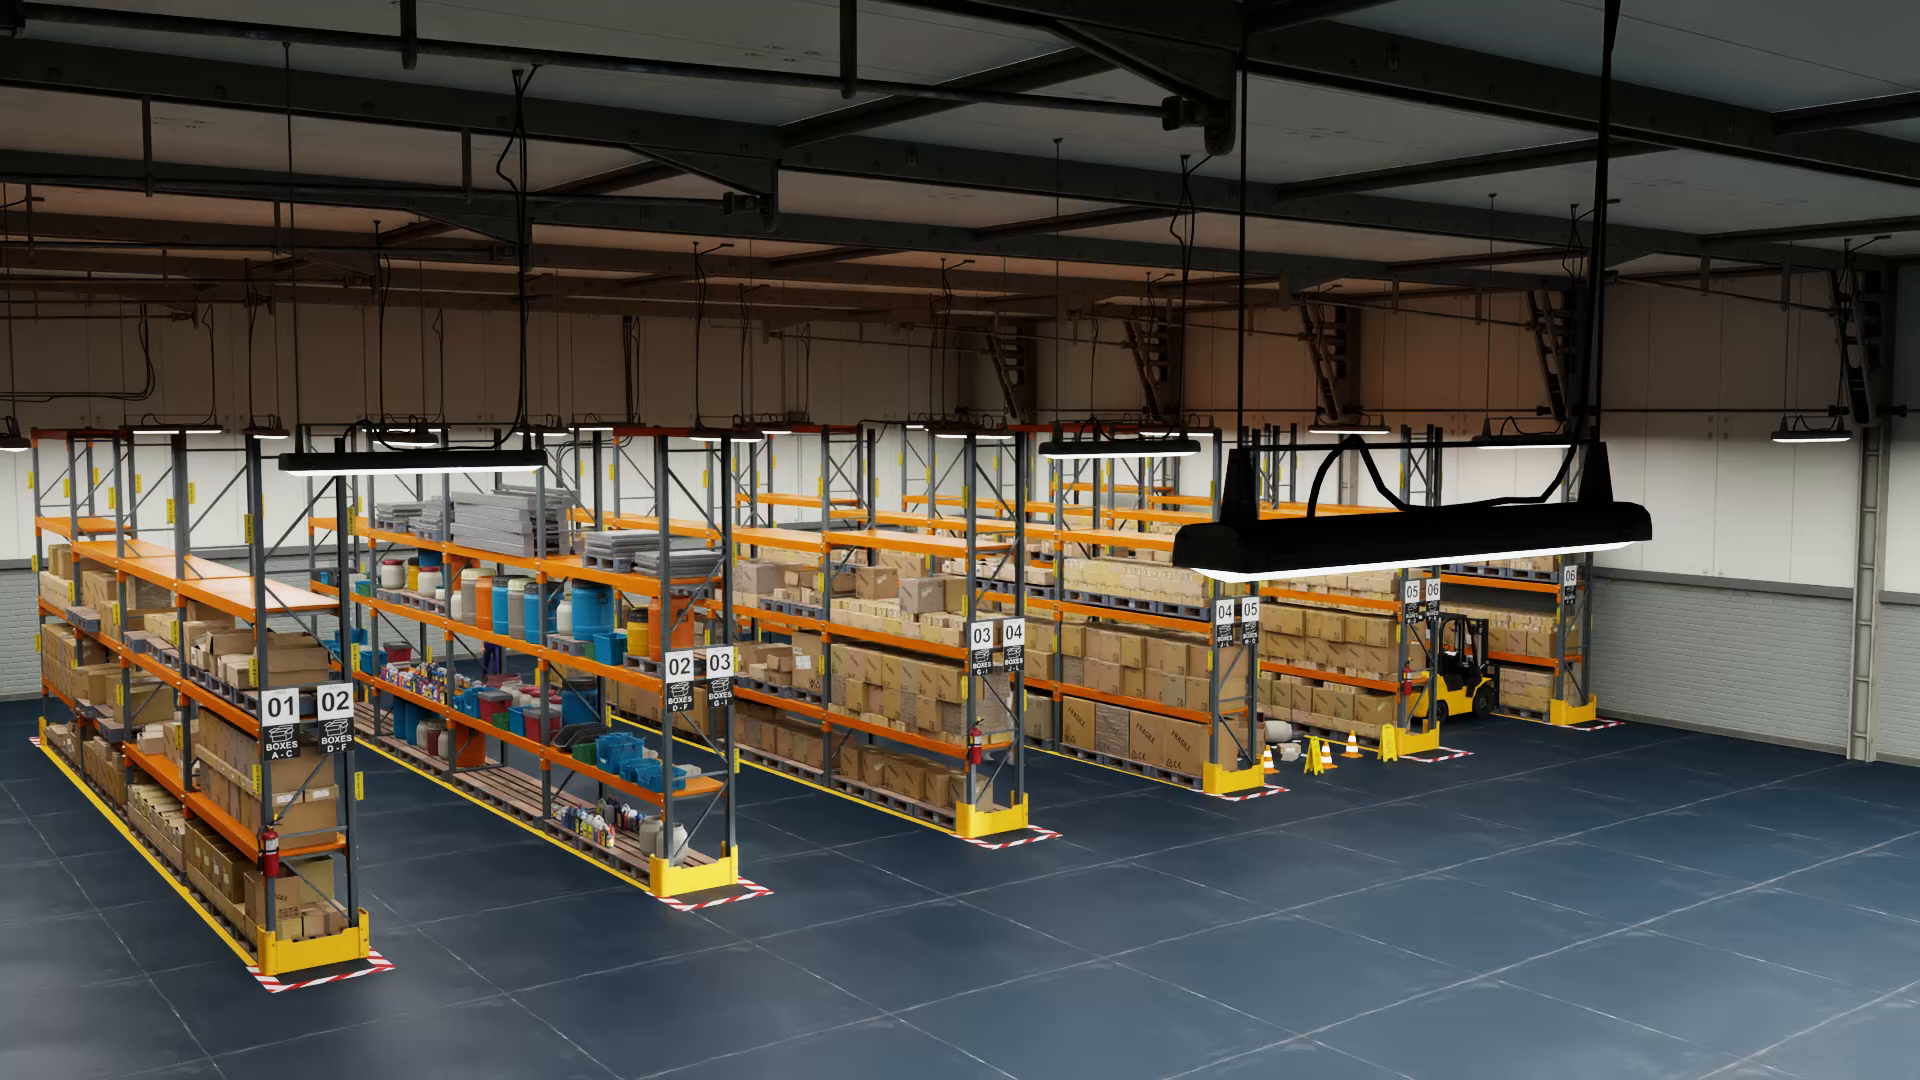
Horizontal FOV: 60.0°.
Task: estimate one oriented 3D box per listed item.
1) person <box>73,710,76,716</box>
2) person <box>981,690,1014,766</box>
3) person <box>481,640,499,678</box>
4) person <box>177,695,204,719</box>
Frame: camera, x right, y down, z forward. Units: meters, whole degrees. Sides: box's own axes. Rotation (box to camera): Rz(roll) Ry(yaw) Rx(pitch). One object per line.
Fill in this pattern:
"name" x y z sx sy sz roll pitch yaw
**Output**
"person" -17.580 2.862 33.324 0.542 1.672 0.488 1 5 7
"person" 0.775 3.139 29.679 0.846 1.739 0.676 3 5 31
"person" -10.877 2.502 38.609 0.520 1.619 0.985 -2 5 -29
"person" -14.012 3.153 30.360 0.967 1.546 0.434 4 6 39
